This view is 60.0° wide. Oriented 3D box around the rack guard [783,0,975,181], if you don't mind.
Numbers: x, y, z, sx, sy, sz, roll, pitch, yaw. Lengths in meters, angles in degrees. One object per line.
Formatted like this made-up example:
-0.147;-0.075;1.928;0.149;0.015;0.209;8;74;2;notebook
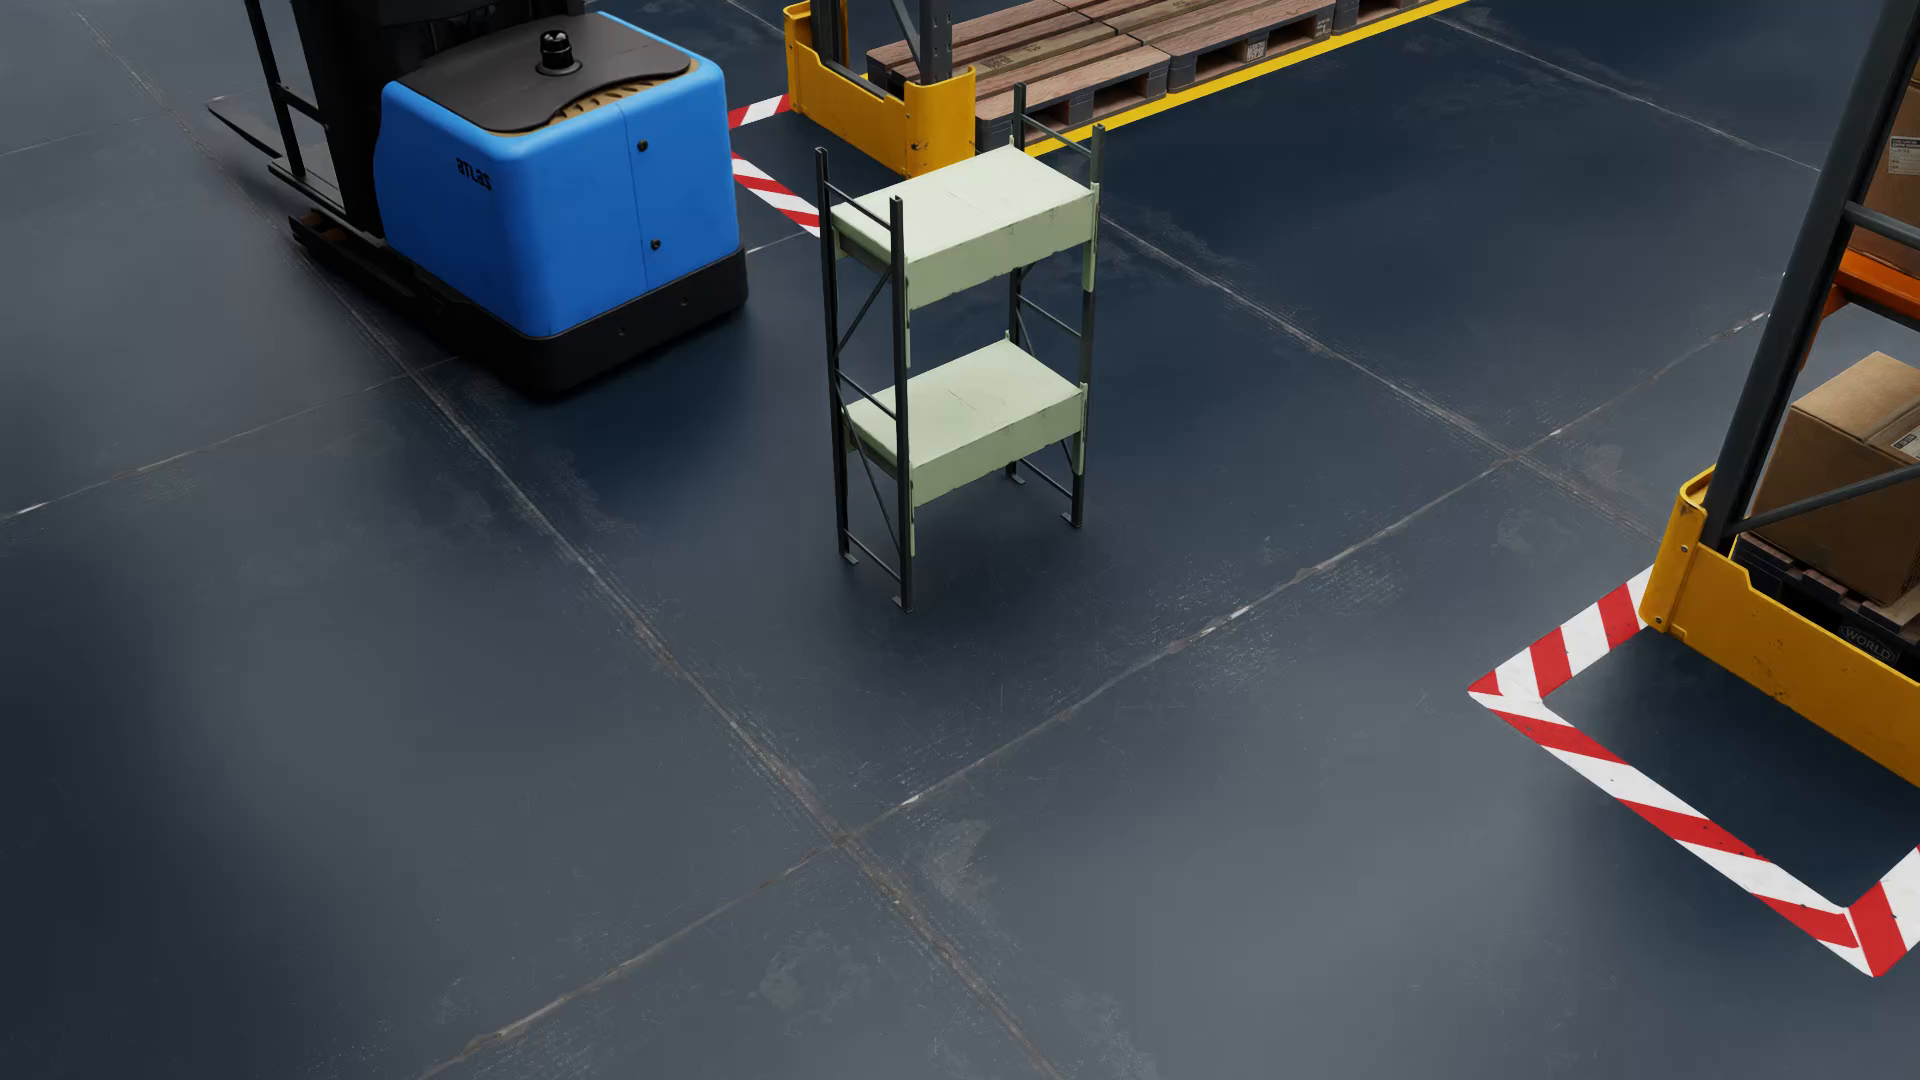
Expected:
-0.396;-2.172;8.004;0.348;0.500;1.175;-26;46;-28;rack guard

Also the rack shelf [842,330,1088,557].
0.005;-0.330;5.484;0.720;0.370;0.431;-26;46;-28;rack shelf

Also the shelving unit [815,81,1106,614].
0.005;-0.582;5.277;0.755;1.500;0.431;-26;46;-28;shelving unit

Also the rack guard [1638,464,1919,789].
2.691;0.275;5.021;0.348;0.500;1.175;-26;46;-28;rack guard

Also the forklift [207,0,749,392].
-2.277;-2.519;6.509;3.031;2.935;1.130;32;49;33;forklift

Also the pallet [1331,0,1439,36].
2.228;-3.319;9.629;1.213;0.211;1.003;-26;46;-28;pallet

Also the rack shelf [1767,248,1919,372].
4.217;-1.157;5.363;4.000;0.370;1.077;-26;46;-28;rack shelf

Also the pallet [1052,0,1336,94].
1.260;-2.845;9.051;1.213;0.211;1.003;-26;46;-28;pallet

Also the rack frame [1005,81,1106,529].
0.296;-0.724;5.450;0.023;1.500;0.400;-26;46;-28;rack frame

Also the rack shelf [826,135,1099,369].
0.005;-0.884;5.030;0.720;0.370;0.431;-26;46;-28;rack shelf

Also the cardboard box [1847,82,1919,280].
2.820;-1.011;4.538;0.500;0.500;0.500;-25;45;-27;cardboard box

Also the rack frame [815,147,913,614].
-0.285;-0.441;5.105;0.023;1.500;0.400;-26;46;-28;rack frame

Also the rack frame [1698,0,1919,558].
2.631;-0.662;4.192;0.127;3.000;1.000;-26;46;-28;rack frame

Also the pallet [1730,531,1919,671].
3.323;0.078;5.489;1.213;0.211;1.003;-26;46;-28;pallet

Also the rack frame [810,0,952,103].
-0.385;-3.155;7.231;0.127;3.000;1.000;-26;46;-28;rack frame

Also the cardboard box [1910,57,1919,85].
2.816;-1.398;4.222;0.500;0.500;0.500;-26;46;-28;cardboard box

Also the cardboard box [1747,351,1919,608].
2.912;-0.200;5.253;0.500;0.500;0.500;-26;46;-28;cardboard box

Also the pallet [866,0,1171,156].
0.293;-2.376;8.480;1.213;0.211;1.003;-26;46;-28;pallet
